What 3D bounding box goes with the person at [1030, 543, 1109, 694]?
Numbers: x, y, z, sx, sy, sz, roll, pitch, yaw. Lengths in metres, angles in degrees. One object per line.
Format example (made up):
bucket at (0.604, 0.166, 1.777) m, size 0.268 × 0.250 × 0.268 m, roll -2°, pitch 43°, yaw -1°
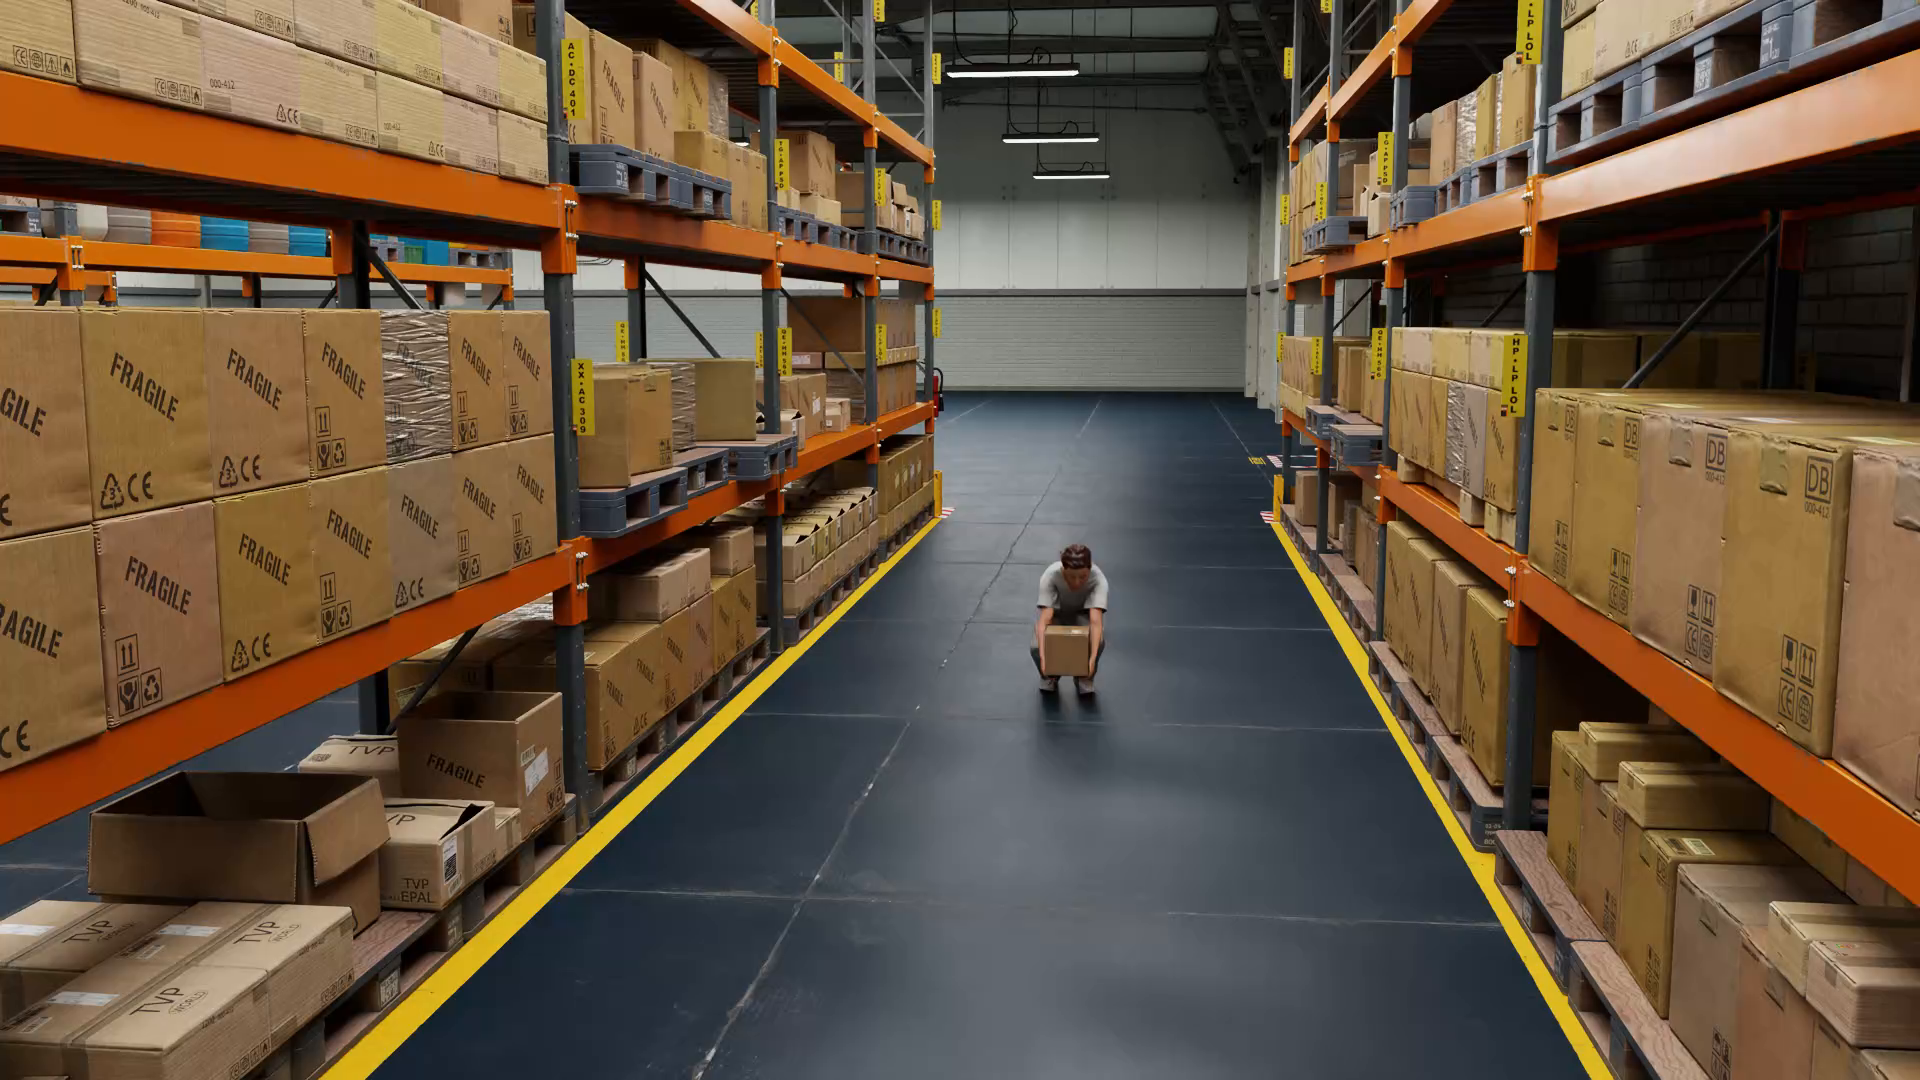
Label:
person at (0.666, 0.464, 10.081) m, size 0.468 × 0.958 × 0.798 m, roll 1°, pitch 8°, yaw 5°
